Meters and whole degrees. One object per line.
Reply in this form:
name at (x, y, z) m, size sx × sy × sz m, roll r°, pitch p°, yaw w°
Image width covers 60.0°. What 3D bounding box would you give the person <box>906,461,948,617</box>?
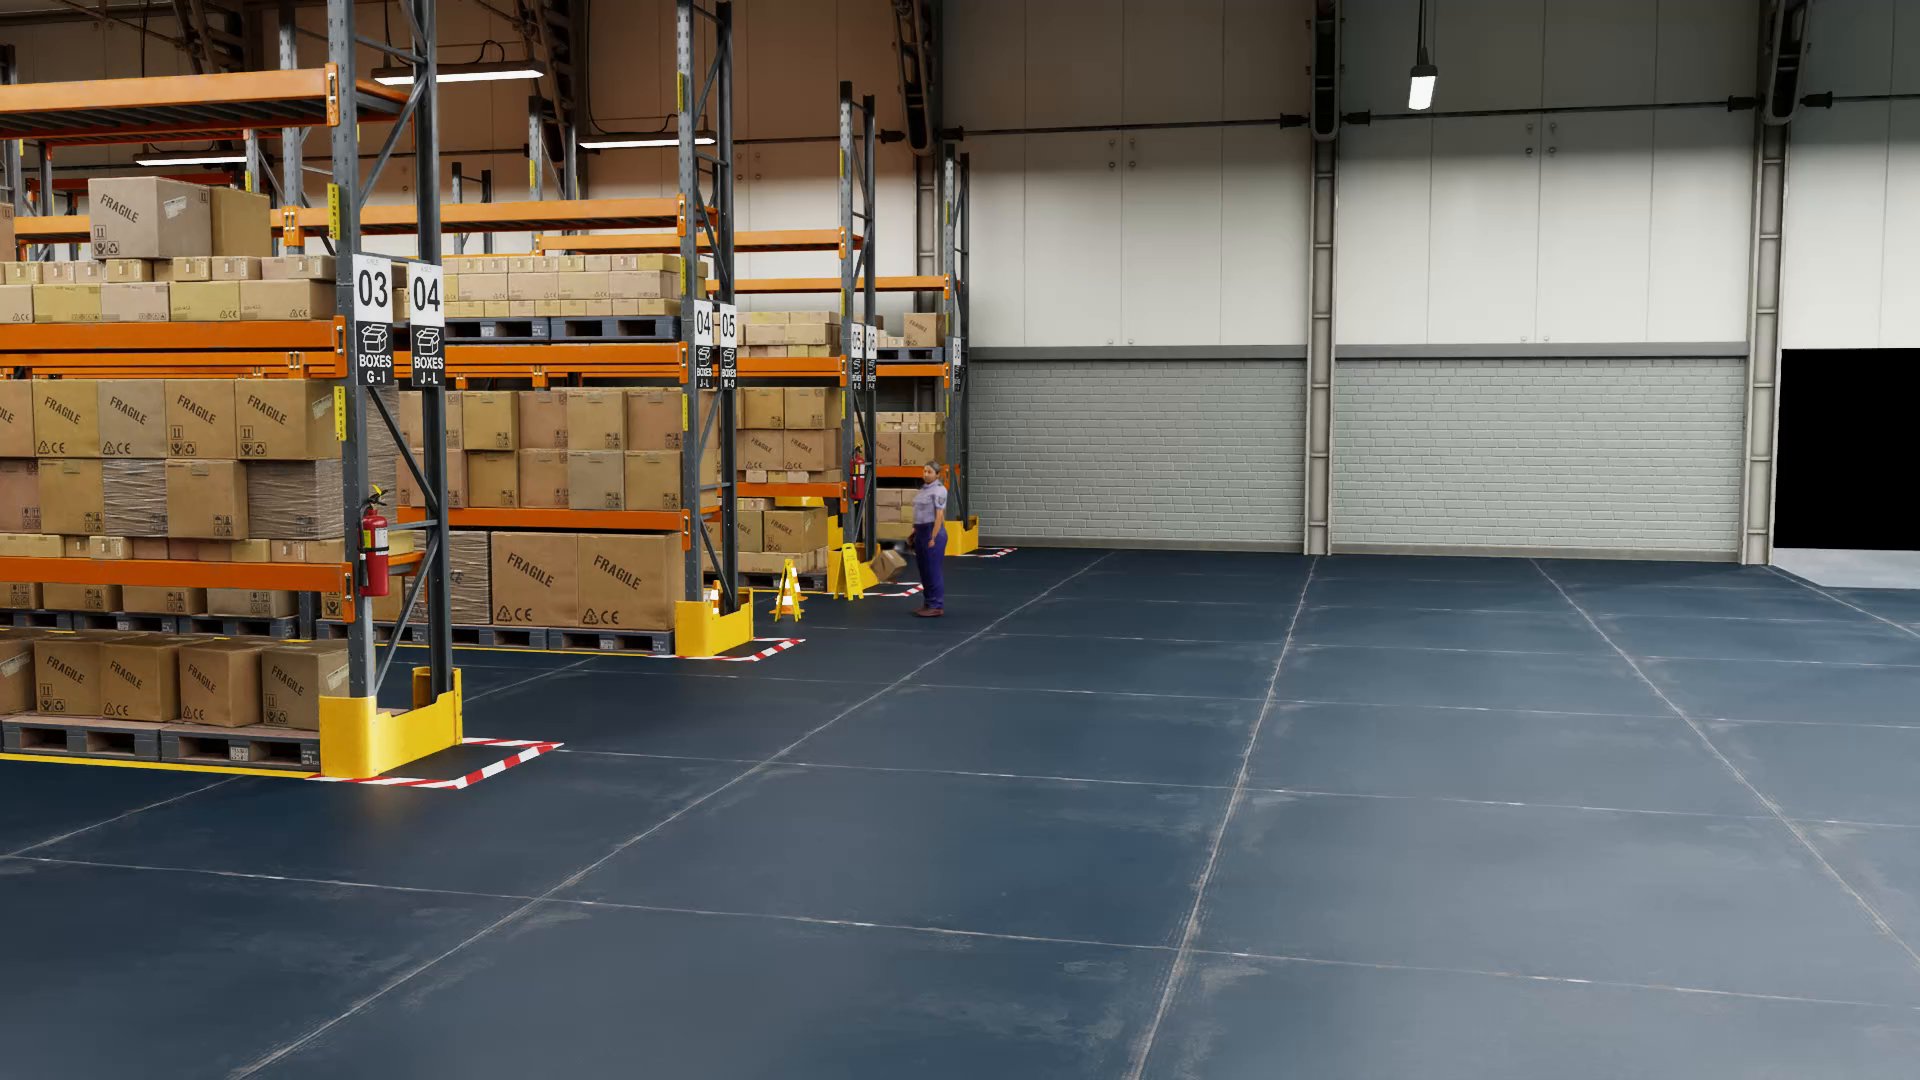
person at (-0.360, -0.018, 17.707) m, size 0.359 × 1.658 × 0.604 m, roll -2°, pitch 5°, yaw -23°
